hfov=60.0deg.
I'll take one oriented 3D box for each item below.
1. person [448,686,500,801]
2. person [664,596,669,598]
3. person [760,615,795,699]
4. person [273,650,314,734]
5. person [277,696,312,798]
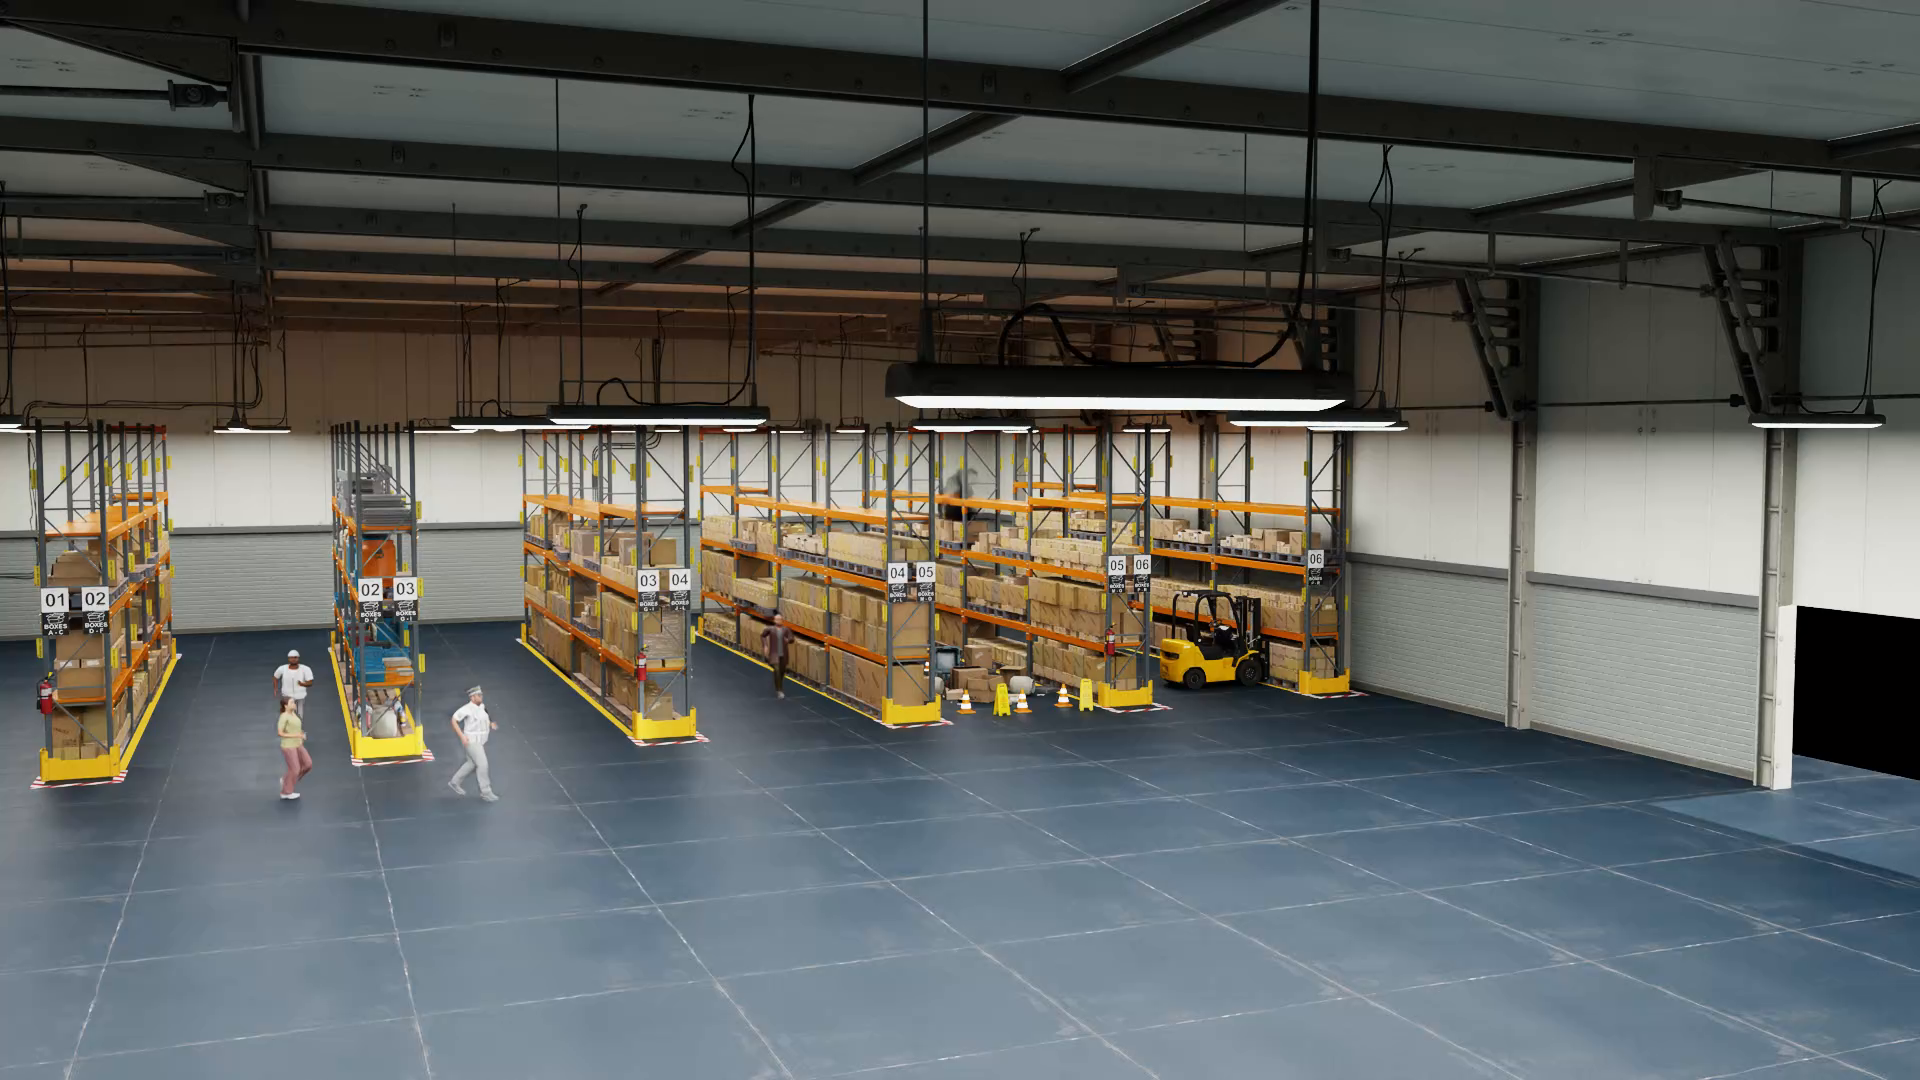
[{"bbox_3d":[-7.671,3.192,26.237,0.897,1.809,0.655,0,4,5],"label":"person"},{"bbox_3d":[-8.698,1.902,47.600,0.783,1.698,0.841,0,4,6],"label":"person"},{"bbox_3d":[-3.978,2.525,36.485,0.695,1.783,1.043,-2,4,-23],"label":"person"},{"bbox_3d":[-12.227,2.923,30.525,0.680,1.823,0.776,-2,4,-25],"label":"person"},{"bbox_3d":[-10.504,3.260,26.222,0.537,1.626,0.571,0,4,4],"label":"person"}]
